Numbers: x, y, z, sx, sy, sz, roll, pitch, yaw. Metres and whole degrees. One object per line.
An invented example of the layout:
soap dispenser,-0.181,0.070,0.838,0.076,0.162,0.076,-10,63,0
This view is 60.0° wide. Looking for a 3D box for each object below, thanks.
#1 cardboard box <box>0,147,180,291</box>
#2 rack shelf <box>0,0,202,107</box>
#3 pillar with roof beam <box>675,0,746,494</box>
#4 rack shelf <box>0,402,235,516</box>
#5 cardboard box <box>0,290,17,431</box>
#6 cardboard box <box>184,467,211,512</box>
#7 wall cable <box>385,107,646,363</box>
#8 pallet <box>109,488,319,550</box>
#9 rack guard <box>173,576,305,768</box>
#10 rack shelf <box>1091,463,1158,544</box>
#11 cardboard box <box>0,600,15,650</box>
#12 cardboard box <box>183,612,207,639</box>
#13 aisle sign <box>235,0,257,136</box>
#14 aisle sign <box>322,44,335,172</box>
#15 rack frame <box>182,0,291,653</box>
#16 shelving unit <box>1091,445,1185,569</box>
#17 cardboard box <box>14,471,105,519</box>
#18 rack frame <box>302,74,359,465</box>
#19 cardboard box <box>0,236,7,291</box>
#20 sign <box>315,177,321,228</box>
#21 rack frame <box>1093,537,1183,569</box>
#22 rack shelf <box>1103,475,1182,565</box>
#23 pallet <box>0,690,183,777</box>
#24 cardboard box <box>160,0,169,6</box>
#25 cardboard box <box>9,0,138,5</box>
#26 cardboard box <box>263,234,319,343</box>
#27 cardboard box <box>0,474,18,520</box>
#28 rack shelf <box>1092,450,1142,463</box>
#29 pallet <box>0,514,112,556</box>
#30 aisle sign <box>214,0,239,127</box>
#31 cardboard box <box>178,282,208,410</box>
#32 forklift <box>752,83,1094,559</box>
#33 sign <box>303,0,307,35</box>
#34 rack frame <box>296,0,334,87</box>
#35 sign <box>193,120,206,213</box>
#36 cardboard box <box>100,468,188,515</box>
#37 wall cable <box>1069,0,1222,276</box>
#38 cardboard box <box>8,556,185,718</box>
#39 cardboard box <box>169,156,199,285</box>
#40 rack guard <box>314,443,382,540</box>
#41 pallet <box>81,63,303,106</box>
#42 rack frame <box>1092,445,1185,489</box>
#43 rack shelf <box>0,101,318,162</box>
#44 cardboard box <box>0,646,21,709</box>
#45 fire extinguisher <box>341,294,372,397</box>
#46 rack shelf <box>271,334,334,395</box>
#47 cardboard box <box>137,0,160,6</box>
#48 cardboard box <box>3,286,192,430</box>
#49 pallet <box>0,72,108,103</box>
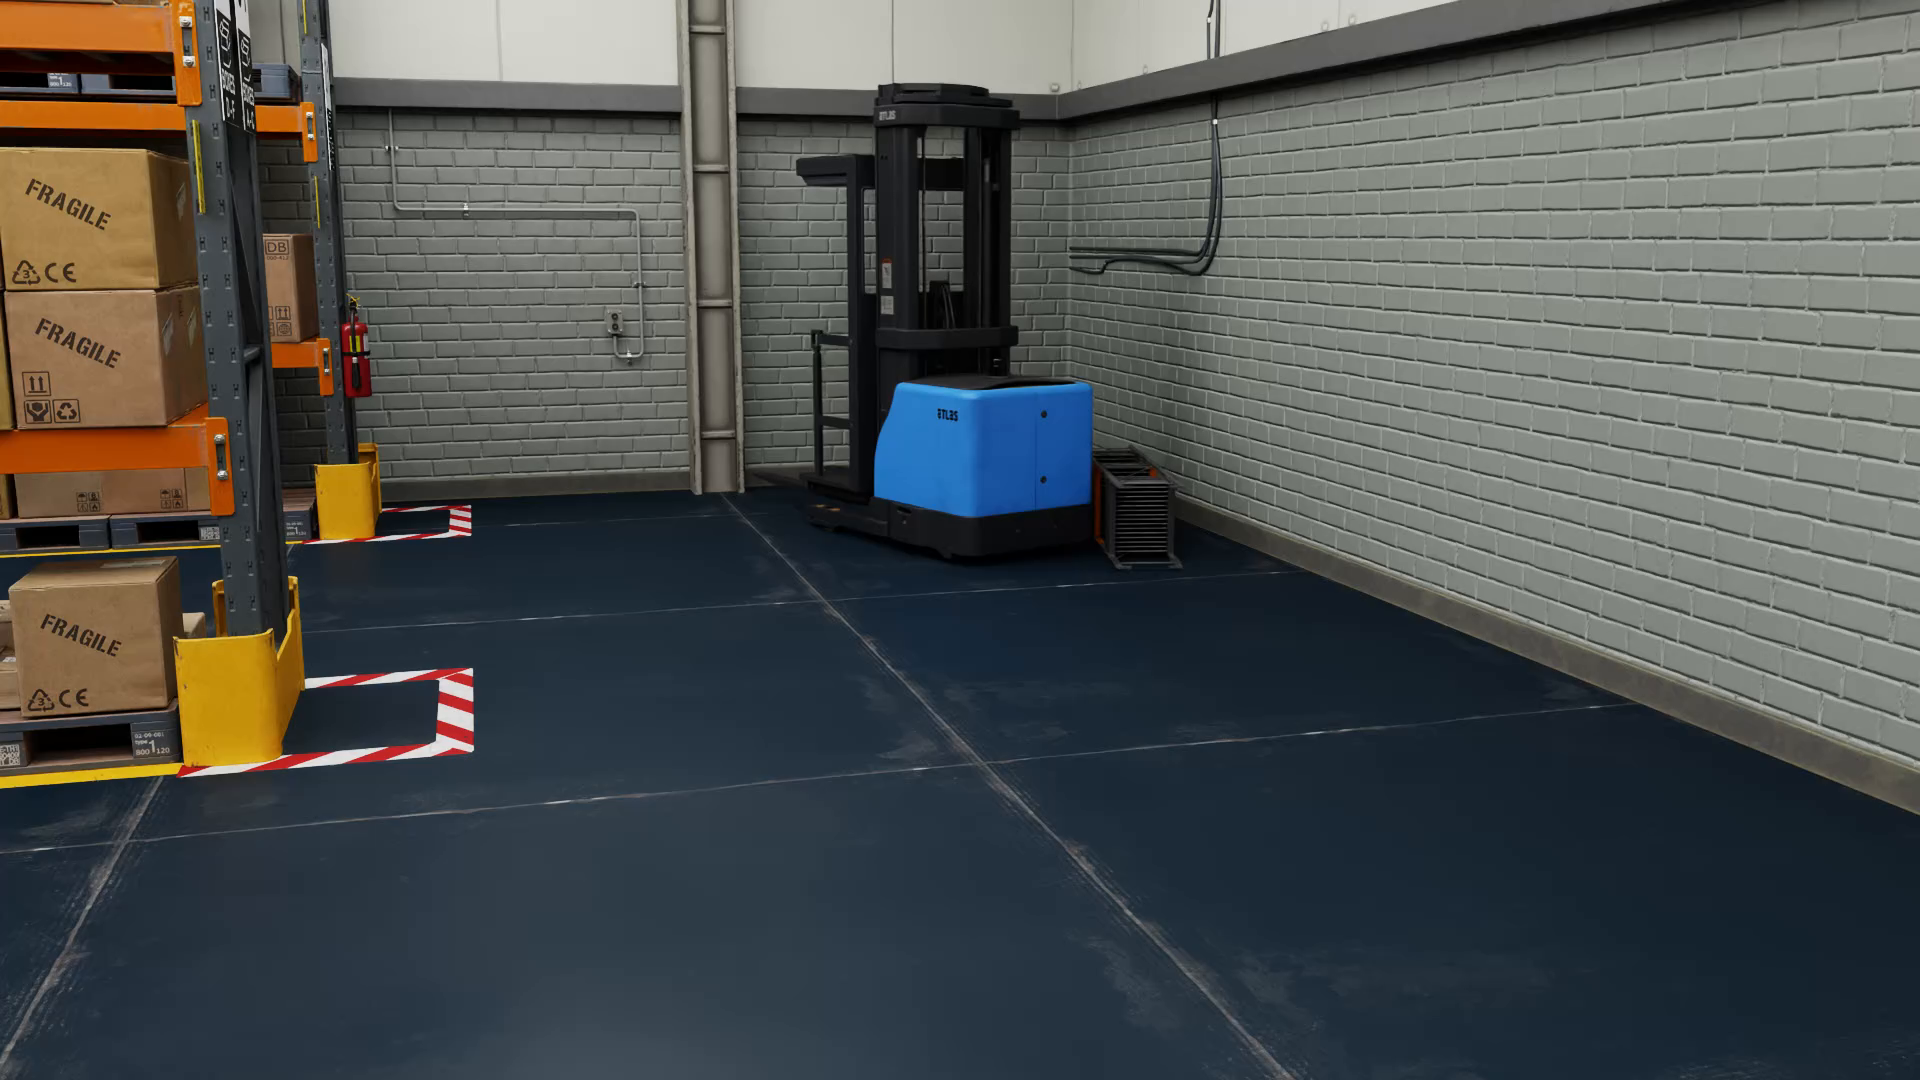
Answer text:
cardboard box,-3.233,-1.189,6.185,0.500,0.500,0.500,-3,11,-16
rack shelf,-4.803,-1.739,5.910,4.000,0.370,1.077,-3,11,-16
pillar with roof beam,-0.717,-4.069,8.294,0.400,9.000,9.100,-3,11,-16
rack shelf,-4.803,-0.264,6.182,4.000,0.370,1.077,-3,11,-16
cardboard box,-3.733,-0.671,6.132,0.500,0.500,0.500,-3,11,-15
cardboard box,-4.915,-0.504,11.245,0.500,0.500,0.700,-3,11,-16
wall cable,-3.306,-2.309,12.497,1.851,1.984,0.084,-3,11,-16
pallet,-5.016,-0.154,11.302,1.213,0.211,1.003,-3,11,-16
rack guard,-2.955,0.514,6.872,0.348,0.500,1.175,-3,11,-16
rack shelf,1.092,-0.253,10.978,0.431,0.480,0.518,-1,10,-3
cardboard box,-3.964,0.421,6.857,0.500,0.250,0.500,-3,11,-16
cardboard box,-3.381,0.428,7.094,0.250,0.149,0.380,-3,11,-16
aisle sign,-2.899,-2.052,6.727,0.004,0.787,0.394,-3,11,-16
aisle sign,-4.118,-2.810,10.844,0.004,0.787,0.394,-3,11,-16
rack frame,-2.882,-0.719,6.667,0.127,3.000,1.000,-3,11,-16
shelving unit,1.091,-0.256,10.991,0.431,0.503,2.100,-1,10,-3
cardboard box,-5.878,-0.453,10.968,0.500,0.500,0.700,-3,11,-18
rack frame,-4.271,-1.580,11.343,0.127,3.000,1.000,-3,11,-16
cardboard box,-3.718,-1.164,6.045,0.500,0.500,0.500,-3,11,-14
sign,-4.132,-2.171,10.701,0.005,0.325,0.100,-3,11,-16
rack frame,1.092,-0.015,11.033,0.400,0.015,2.100,-1,10,-3
rack shelf,1.127,-0.133,10.289,0.431,0.480,0.518,-1,10,-3
pallet,-3.721,0.697,6.678,1.213,0.211,1.003,-3,11,-16
cardboard box,-4.897,-3.521,10.511,0.500,0.500,0.500,-3,11,-16
cardboard box,-3.302,-2.049,6.019,0.500,0.250,0.500,-3,11,-16
cardboard box,-4.757,-1.700,11.166,0.700,0.700,0.980,-3,11,-13
cardboard box,-6.388,-0.425,10.815,0.500,0.500,0.700,-3,11,-15
rack shelf,1.057,-0.374,11.666,0.431,0.480,0.518,-1,10,-3
pallet,-6.186,-0.093,10.970,1.213,0.211,1.003,-3,11,-16
aisle sign,-2.731,-1.948,6.161,0.004,0.787,0.394,-3,11,-16
cardboard box,-3.382,-0.791,6.785,0.500,0.500,0.500,-3,11,-15
forklift,-0.414,-1.541,11.322,1.130,2.935,3.031,-7,13,-35
sign,-4.132,-3.357,10.482,0.005,0.325,0.100,-3,11,-16
rack frame,-4.271,-4.530,10.800,0.127,3.000,1.000,-3,11,-16
sign,-2.747,-1.346,6.004,0.005,0.325,0.100,-3,11,-16
cardboard box,-5.395,-0.479,11.107,0.500,0.500,0.700,-3,11,-16
wall cable,1.260,-3.227,12.299,0.112,2.526,3.097,-3,11,-16
cardboard box,-3.336,0.364,6.471,0.500,0.500,0.500,-3,11,-16
cardboard box,-3.382,-1.283,6.694,0.500,0.500,0.500,-3,11,-14
rack guard,-4.248,-0.352,11.576,0.348,0.500,1.175,-3,11,-16
pallet,-4.980,-2.972,10.866,1.213,0.211,1.003,-3,11,-16
rack frame,1.091,-0.496,10.949,0.400,0.015,2.100,-1,10,-3
rack shelf,-6.191,-2.600,10.587,4.000,0.370,1.077,-3,11,-16
cardboard box,-3.750,0.533,6.475,0.250,0.166,0.380,-3,11,-16
fire extinguisher,-3.997,-1.286,10.990,0.183,0.674,0.296,-3,11,-16
rack shelf,-6.191,-1.125,10.859,4.000,0.370,1.077,-3,11,-16
cardboard box,-3.447,-2.139,6.508,0.500,0.250,0.500,-3,11,-16
cardboard box,-3.236,-0.698,6.277,0.500,0.500,0.500,-3,11,-14
pallet,-6.153,-2.910,10.527,1.213,0.211,1.003,-3,11,-16
